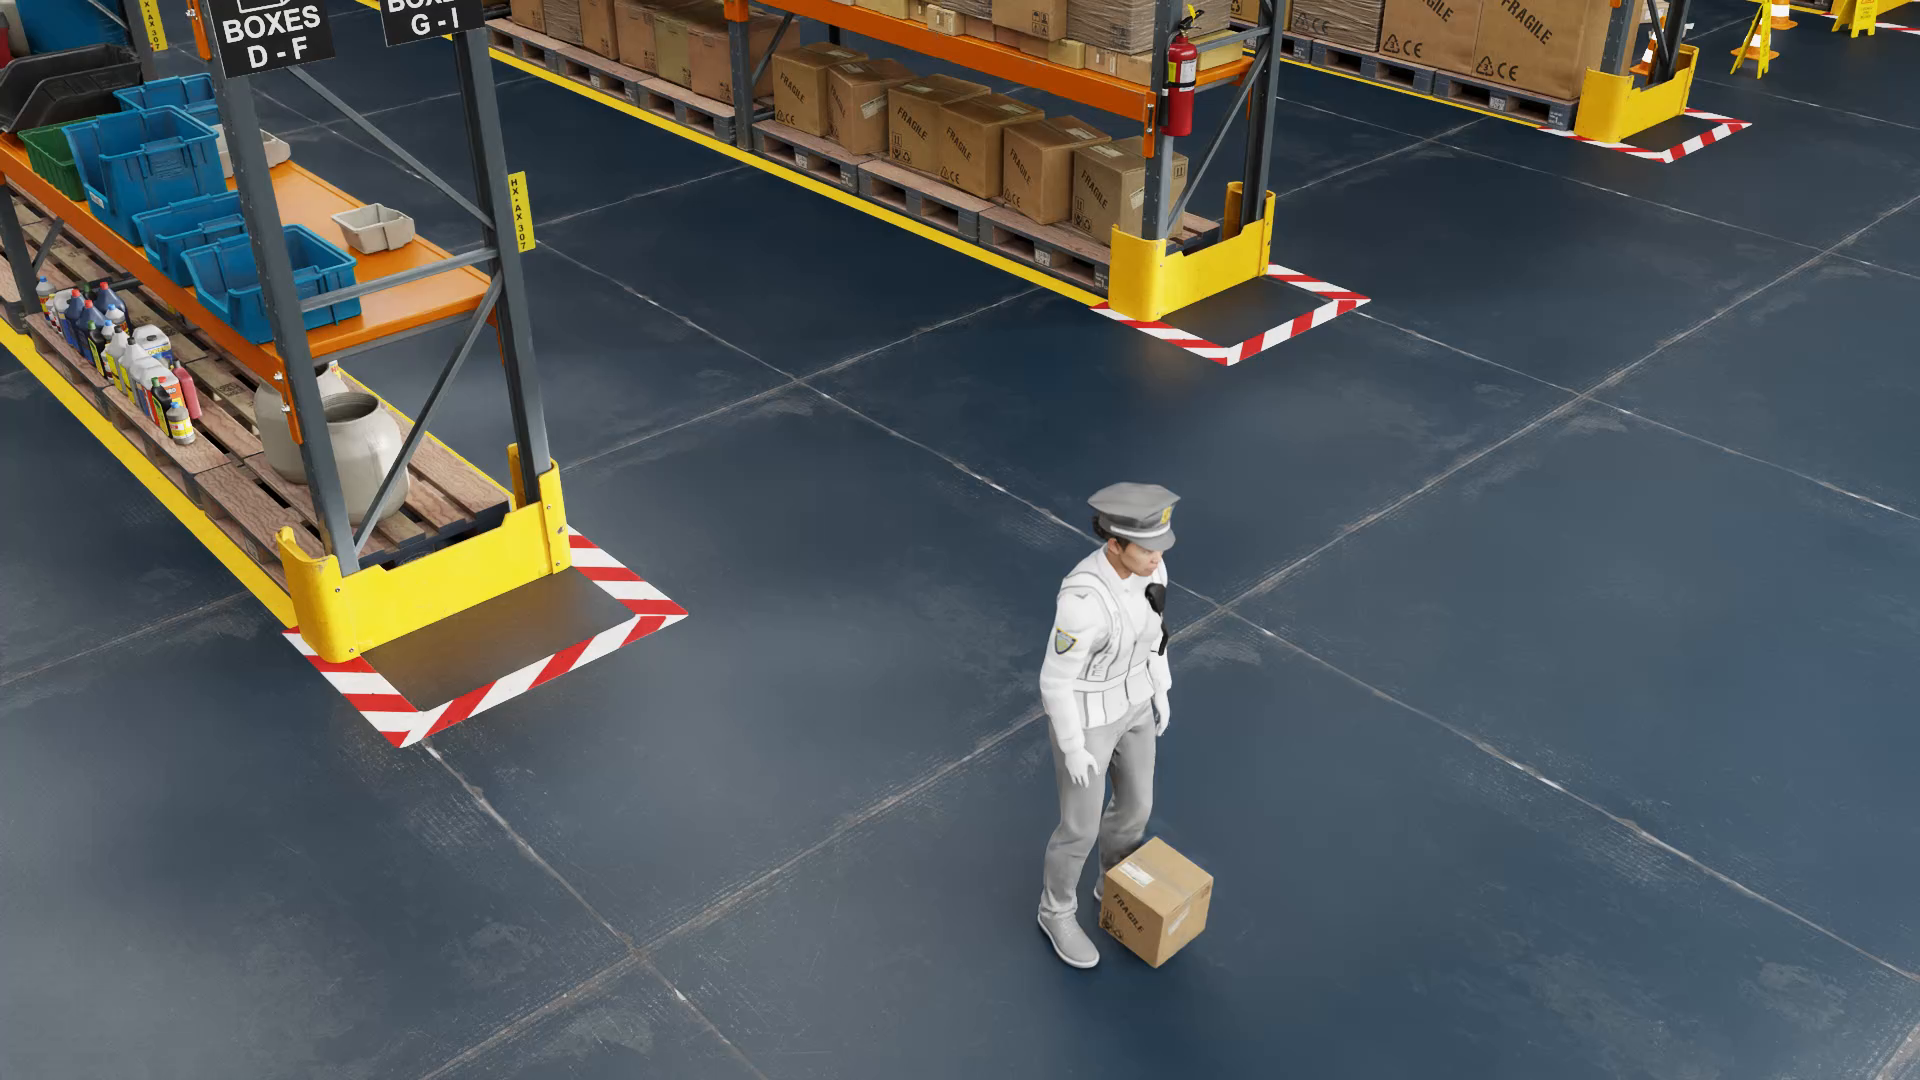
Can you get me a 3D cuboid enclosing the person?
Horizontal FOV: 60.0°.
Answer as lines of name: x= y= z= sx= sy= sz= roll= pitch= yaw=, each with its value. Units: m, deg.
person: x=0.479 y=0.566 z=5.222 sx=0.513 sy=1.665 sz=0.412 roll=-28 pitch=41 yaw=-37
